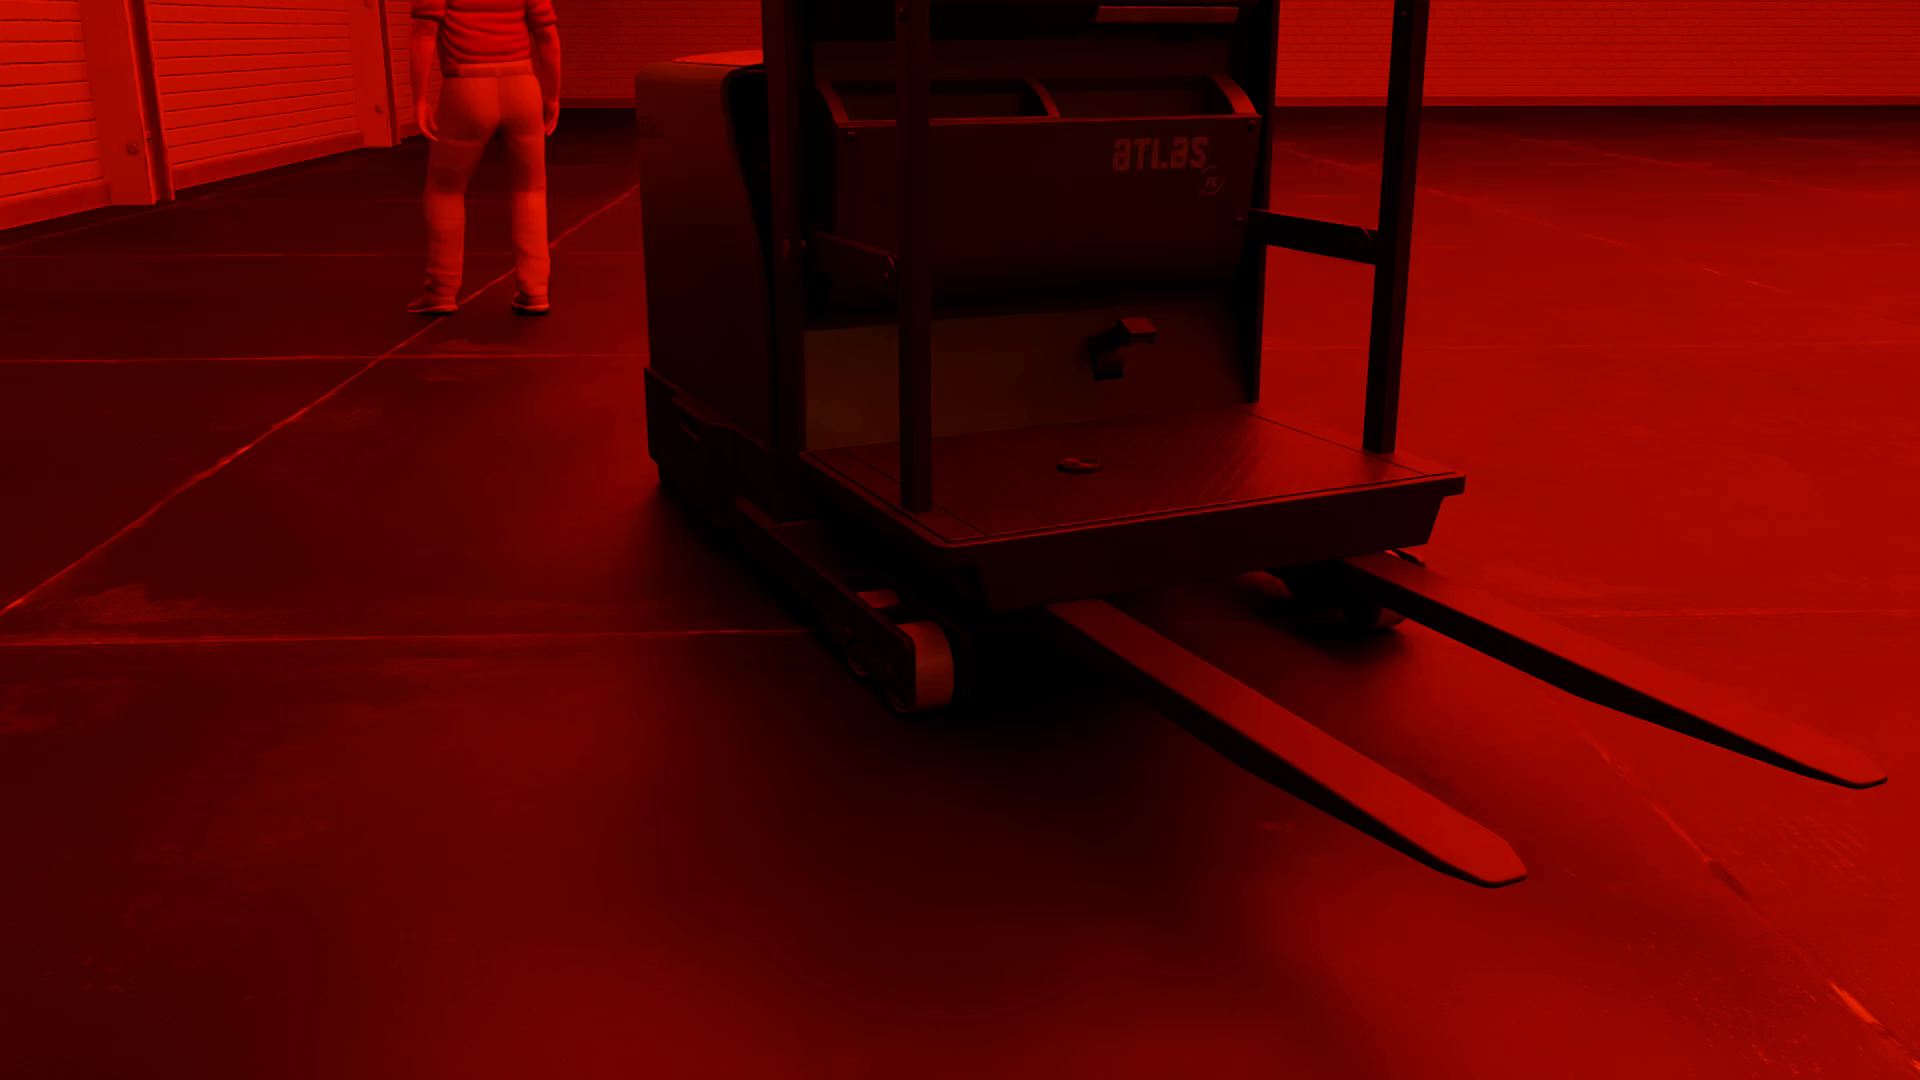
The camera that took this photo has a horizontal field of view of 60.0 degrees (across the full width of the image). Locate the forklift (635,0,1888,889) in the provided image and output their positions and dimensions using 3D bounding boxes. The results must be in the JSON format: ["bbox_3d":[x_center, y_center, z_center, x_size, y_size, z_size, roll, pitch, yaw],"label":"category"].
[{"bbox_3d":[0.258,-1.240,2.962,1.130,2.935,3.031,-8,19,-24],"label":"forklift"}]

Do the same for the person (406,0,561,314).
[{"bbox_3d":[-2.001,-1.805,6.910,0.677,1.745,0.469,-10,20,-29],"label":"person"}]
